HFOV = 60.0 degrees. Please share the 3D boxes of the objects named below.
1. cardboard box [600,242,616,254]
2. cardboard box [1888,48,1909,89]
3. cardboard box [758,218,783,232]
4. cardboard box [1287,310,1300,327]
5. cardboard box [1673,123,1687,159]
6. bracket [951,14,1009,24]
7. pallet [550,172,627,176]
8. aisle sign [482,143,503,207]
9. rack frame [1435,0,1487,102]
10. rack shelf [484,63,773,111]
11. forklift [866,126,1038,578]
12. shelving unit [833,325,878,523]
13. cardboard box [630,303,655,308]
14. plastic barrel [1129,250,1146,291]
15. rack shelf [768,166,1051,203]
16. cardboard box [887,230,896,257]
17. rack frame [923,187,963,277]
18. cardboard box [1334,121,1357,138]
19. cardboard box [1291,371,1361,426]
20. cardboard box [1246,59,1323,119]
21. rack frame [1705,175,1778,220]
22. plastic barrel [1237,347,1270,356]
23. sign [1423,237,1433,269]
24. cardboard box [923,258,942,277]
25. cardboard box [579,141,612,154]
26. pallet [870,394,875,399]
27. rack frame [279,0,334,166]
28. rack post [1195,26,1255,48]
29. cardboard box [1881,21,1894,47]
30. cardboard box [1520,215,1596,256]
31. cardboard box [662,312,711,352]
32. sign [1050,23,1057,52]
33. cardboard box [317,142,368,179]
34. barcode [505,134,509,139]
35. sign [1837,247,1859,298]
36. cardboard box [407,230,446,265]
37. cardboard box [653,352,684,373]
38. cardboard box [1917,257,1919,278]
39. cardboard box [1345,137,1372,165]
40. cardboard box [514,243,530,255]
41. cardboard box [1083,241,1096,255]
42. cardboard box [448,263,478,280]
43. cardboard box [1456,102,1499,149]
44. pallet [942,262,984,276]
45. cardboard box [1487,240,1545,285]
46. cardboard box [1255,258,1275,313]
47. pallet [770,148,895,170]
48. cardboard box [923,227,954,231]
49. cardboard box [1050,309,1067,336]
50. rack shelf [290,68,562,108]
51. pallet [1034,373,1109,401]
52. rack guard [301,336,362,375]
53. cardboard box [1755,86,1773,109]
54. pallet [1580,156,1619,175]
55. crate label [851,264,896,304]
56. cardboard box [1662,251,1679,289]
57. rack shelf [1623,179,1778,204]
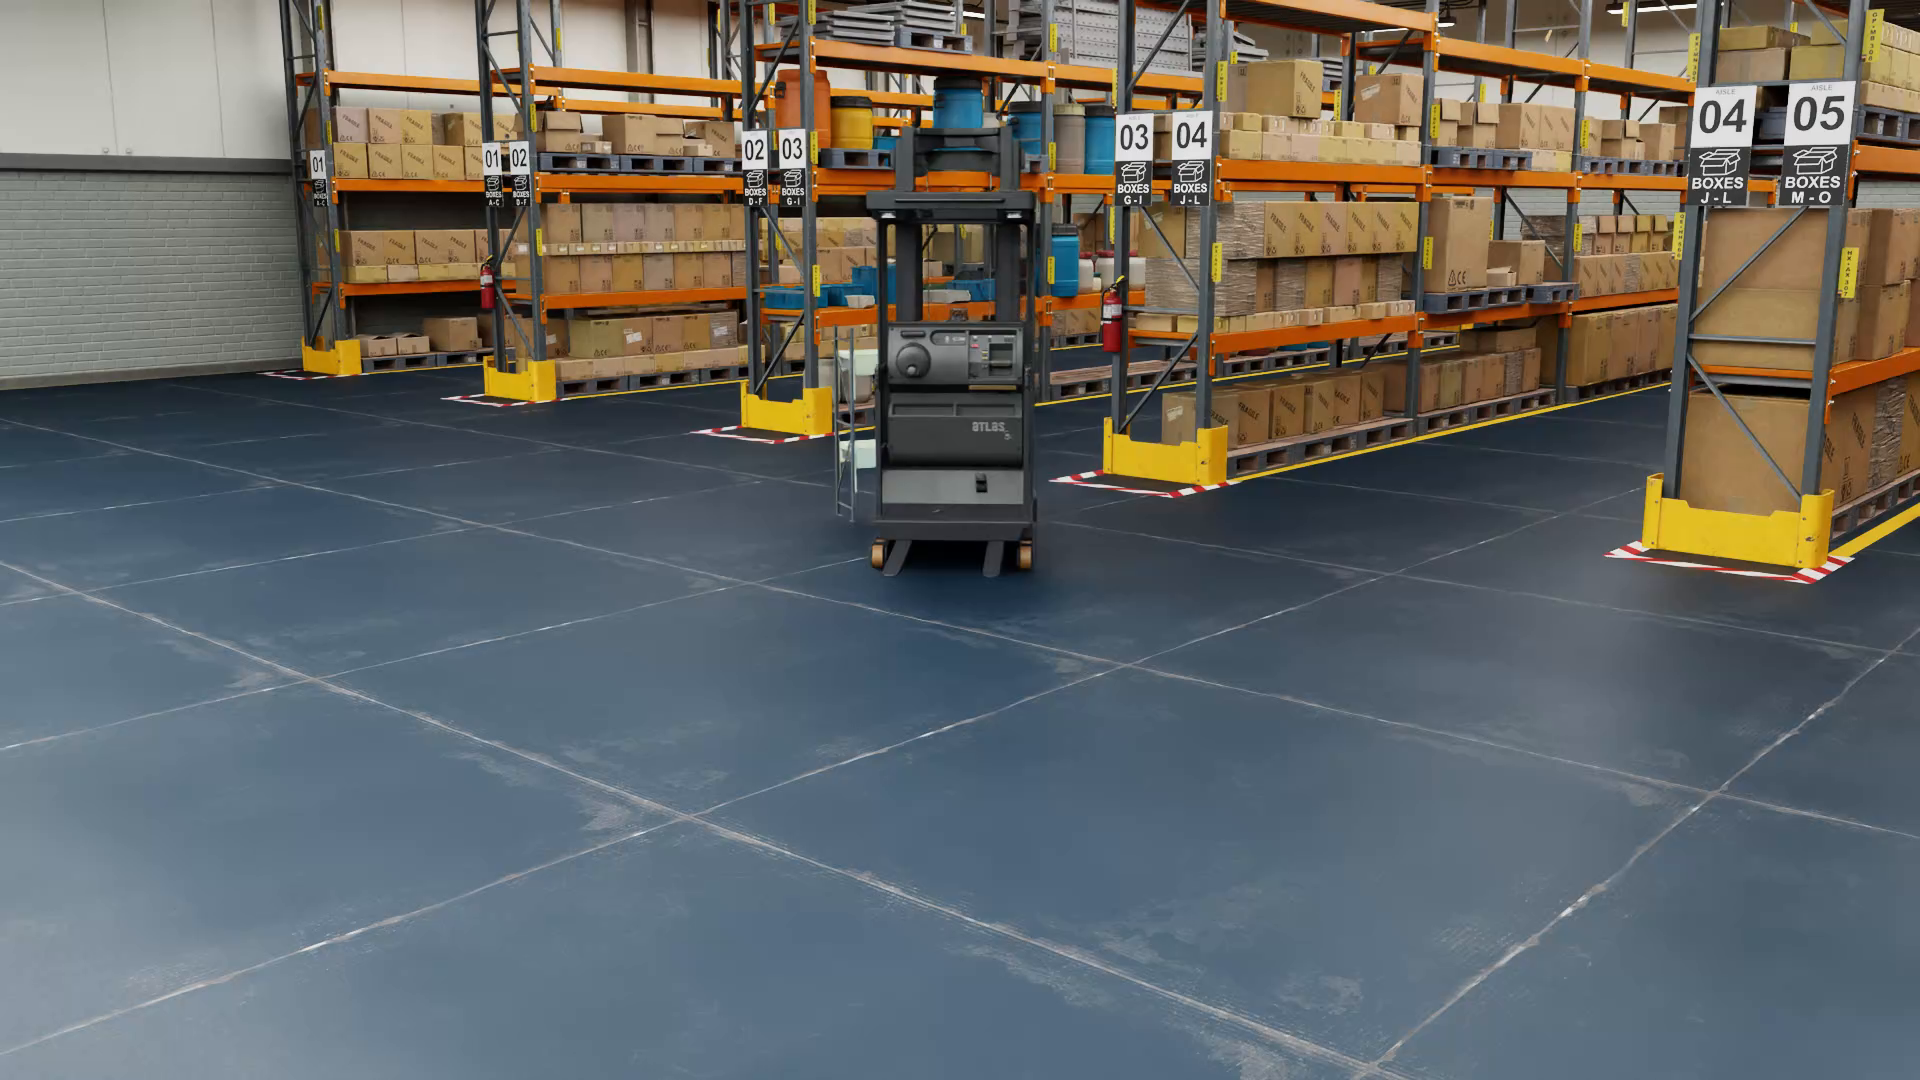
[{"bbox_3d":[-4.717,-3.822,21.779,0.380,0.149,0.250,9,15,39],"label":"cardboard box"},{"bbox_3d":[6.299,-3.286,11.644,0.500,0.250,0.500,10,15,40],"label":"cardboard box"},{"bbox_3d":[-3.575,-5.740,30.310,0.500,0.250,0.500,10,15,42],"label":"cardboard box"},{"bbox_3d":[2.982,-2.104,15.729,0.380,0.149,0.250,10,15,40],"label":"cardboard box"},{"bbox_3d":[10.187,-5.695,23.824,0.700,0.500,0.500,9,14,37],"label":"cardboard box"},{"bbox_3d":[0.607,-11.034,35.292,0.076,0.066,4.783,10,15,40],"label":"bracket"},{"bbox_3d":[-6.240,-5.997,27.400,1.213,0.211,1.003,10,15,40],"label":"pallet"},{"bbox_3d":[-5.908,-4.616,21.026,0.394,0.787,0.004,10,15,40],"label":"aisle sign"},{"bbox_3d":[8.636,-7.968,29.128,1.000,3.000,0.127,10,15,40],"label":"rack frame"},{"bbox_3d":[-4.324,-6.000,22.134,1.077,0.370,4.000,10,15,40],"label":"rack shelf"},{"bbox_3d":[-0.038,-1.299,11.230,1.130,2.935,3.031,1,11,3],"label":"forklift"},{"bbox_3d":[-0.560,-0.931,13.044,0.755,1.500,0.431,-5,12,-23],"label":"shelving unit"},{"bbox_3d":[-5.625,-4.152,28.683,0.500,0.250,0.500,9,15,39],"label":"cardboard box"},{"bbox_3d":[2.281,-3.611,22.285,0.433,0.535,0.433,0,11,0],"label":"plastic barrel"},{"bbox_3d":[-0.606,-4.084,19.180,1.077,0.370,4.000,10,15,40],"label":"rack shelf"},{"bbox_3d":[-1.562,-5.822,32.638,0.500,0.500,0.500,9,15,39],"label":"cardboard box"},{"bbox_3d":[-0.363,-4.490,27.032,1.000,3.000,0.127,10,15,40],"label":"rack frame"},{"bbox_3d":[3.571,-3.933,15.951,0.380,0.149,0.250,11,16,43],"label":"cardboard box"},{"bbox_3d":[3.769,-1.461,17.178,0.500,0.500,0.500,-7,13,-30],"label":"cardboard box"},{"bbox_3d":[2.977,-4.126,15.261,0.500,0.500,0.500,10,15,40],"label":"cardboard box"},{"bbox_3d":[12.356,-4.385,26.510,1.000,3.000,0.127,10,15,40],"label":"rack frame"},{"bbox_3d":[4.411,-3.113,25.221,0.600,0.588,0.708,10,15,40],"label":"plastic barrel"},{"bbox_3d":[4.848,-2.975,17.240,0.100,0.325,0.005,10,15,40],"label":"sign"},{"bbox_3d":[-0.636,-4.398,26.801,0.500,0.311,0.500,11,16,44],"label":"cardboard box"},{"bbox_3d":[-4.735,-5.085,21.568,0.380,0.149,0.250,10,15,40],"label":"cardboard box"},{"bbox_3d":[-0.565,-1.619,19.779,1.003,0.211,1.213,10,15,40],"label":"pallet"},{"bbox_3d":[-9.368,-6.895,23.755,1.000,3.000,0.127,10,15,40],"label":"rack frame"},{"bbox_3d":[3.796,-7.171,23.822,0.624,0.289,0.986,10,15,40],"label":"rack post"},{"bbox_3d":[6.079,-3.414,11.264,0.380,0.149,0.250,10,15,41],"label":"cardboard box"},{"bbox_3d":[7.570,-3.855,21.037,0.797,0.503,0.637,10,15,42],"label":"cardboard box"},{"bbox_3d":[-3.812,-2.884,23.026,0.500,0.500,0.500,10,15,40],"label":"cardboard box"},{"bbox_3d":[1.120,-6.027,19.945,0.100,0.325,0.005,10,15,40],"label":"sign"},{"bbox_3d":[-8.959,-5.499,24.122,0.500,0.500,0.500,10,15,42],"label":"cardboard box"},{"bbox_3d":[-5.807,-5.175,21.323,0.001,0.075,0.075,10,15,40],"label":"barcode"},{"bbox_3d":[5.867,-1.766,10.982,0.100,0.325,0.005,10,15,40],"label":"sign"},{"bbox_3d":[-8.147,-4.435,25.174,0.500,0.500,0.500,9,14,39],"label":"cardboard box"},{"bbox_3d":[-4.132,-2.441,22.722,0.500,0.250,0.500,10,15,40],"label":"cardboard box"},{"bbox_3d":[7.549,-2.421,13.535,0.875,0.550,0.550,10,15,40],"label":"cardboard box"},{"bbox_3d":[3.645,-3.765,16.130,0.500,0.250,0.500,10,15,40],"label":"cardboard box"},{"bbox_3d":[-5.535,-3.761,21.471,0.380,0.149,0.250,9,15,39],"label":"cardboard box"},{"bbox_3d":[2.414,-5.234,30.503,0.500,0.500,0.500,10,15,41],"label":"cardboard box"},{"bbox_3d":[-7.799,-4.146,25.644,0.500,0.250,0.500,10,15,41],"label":"cardboard box"},{"bbox_3d":[5.441,-4.543,18.302,0.797,0.503,0.637,11,15,43],"label":"cardboard box"},{"bbox_3d":[0.031,-4.505,27.596,1.213,0.211,1.003,10,15,40],"label":"pallet"},{"bbox_3d":[6.456,-3.284,19.666,0.500,0.500,0.700,-9,15,-39],"label":"cardboard box"},{"bbox_3d":[2.418,-2.393,15.518,0.875,0.500,0.500,10,15,40],"label":"cardboard box"},{"bbox_3d":[-1.306,-4.159,18.201,1.003,0.211,1.213,10,15,40],"label":"pallet"},{"bbox_3d":[-0.590,-6.050,34.076,0.980,0.700,0.700,9,15,39],"label":"cardboard box"},{"bbox_3d":[1.503,-3.813,28.904,0.500,0.500,0.500,10,15,41],"label":"cardboard box"},{"bbox_3d":[-8.048,-6.834,25.299,1.077,0.370,4.000,10,15,40],"label":"rack shelf"},{"bbox_3d":[1.204,-2.013,21.753,1.003,0.211,1.213,10,15,40],"label":"pallet"},{"bbox_3d":[-9.318,-2.738,24.644,1.175,0.500,0.348,10,15,40],"label":"rack guard"},{"bbox_3d":[5.419,-3.071,11.583,0.380,0.149,0.250,10,15,40],"label":"cardboard box"},{"bbox_3d":[7.461,-4.688,20.850,1.213,0.211,1.003,11,16,43],"label":"pallet"},{"bbox_3d":[-0.914,-2.995,19.457,0.502,0.435,0.616,10,15,40],"label":"crate label"},{"bbox_3d":[9.612,-3.742,23.032,0.500,0.500,0.500,10,15,41],"label":"cardboard box"},{"bbox_3d":[11.036,-5.209,24.813,1.077,0.370,4.000,10,15,40],"label":"rack shelf"}]
